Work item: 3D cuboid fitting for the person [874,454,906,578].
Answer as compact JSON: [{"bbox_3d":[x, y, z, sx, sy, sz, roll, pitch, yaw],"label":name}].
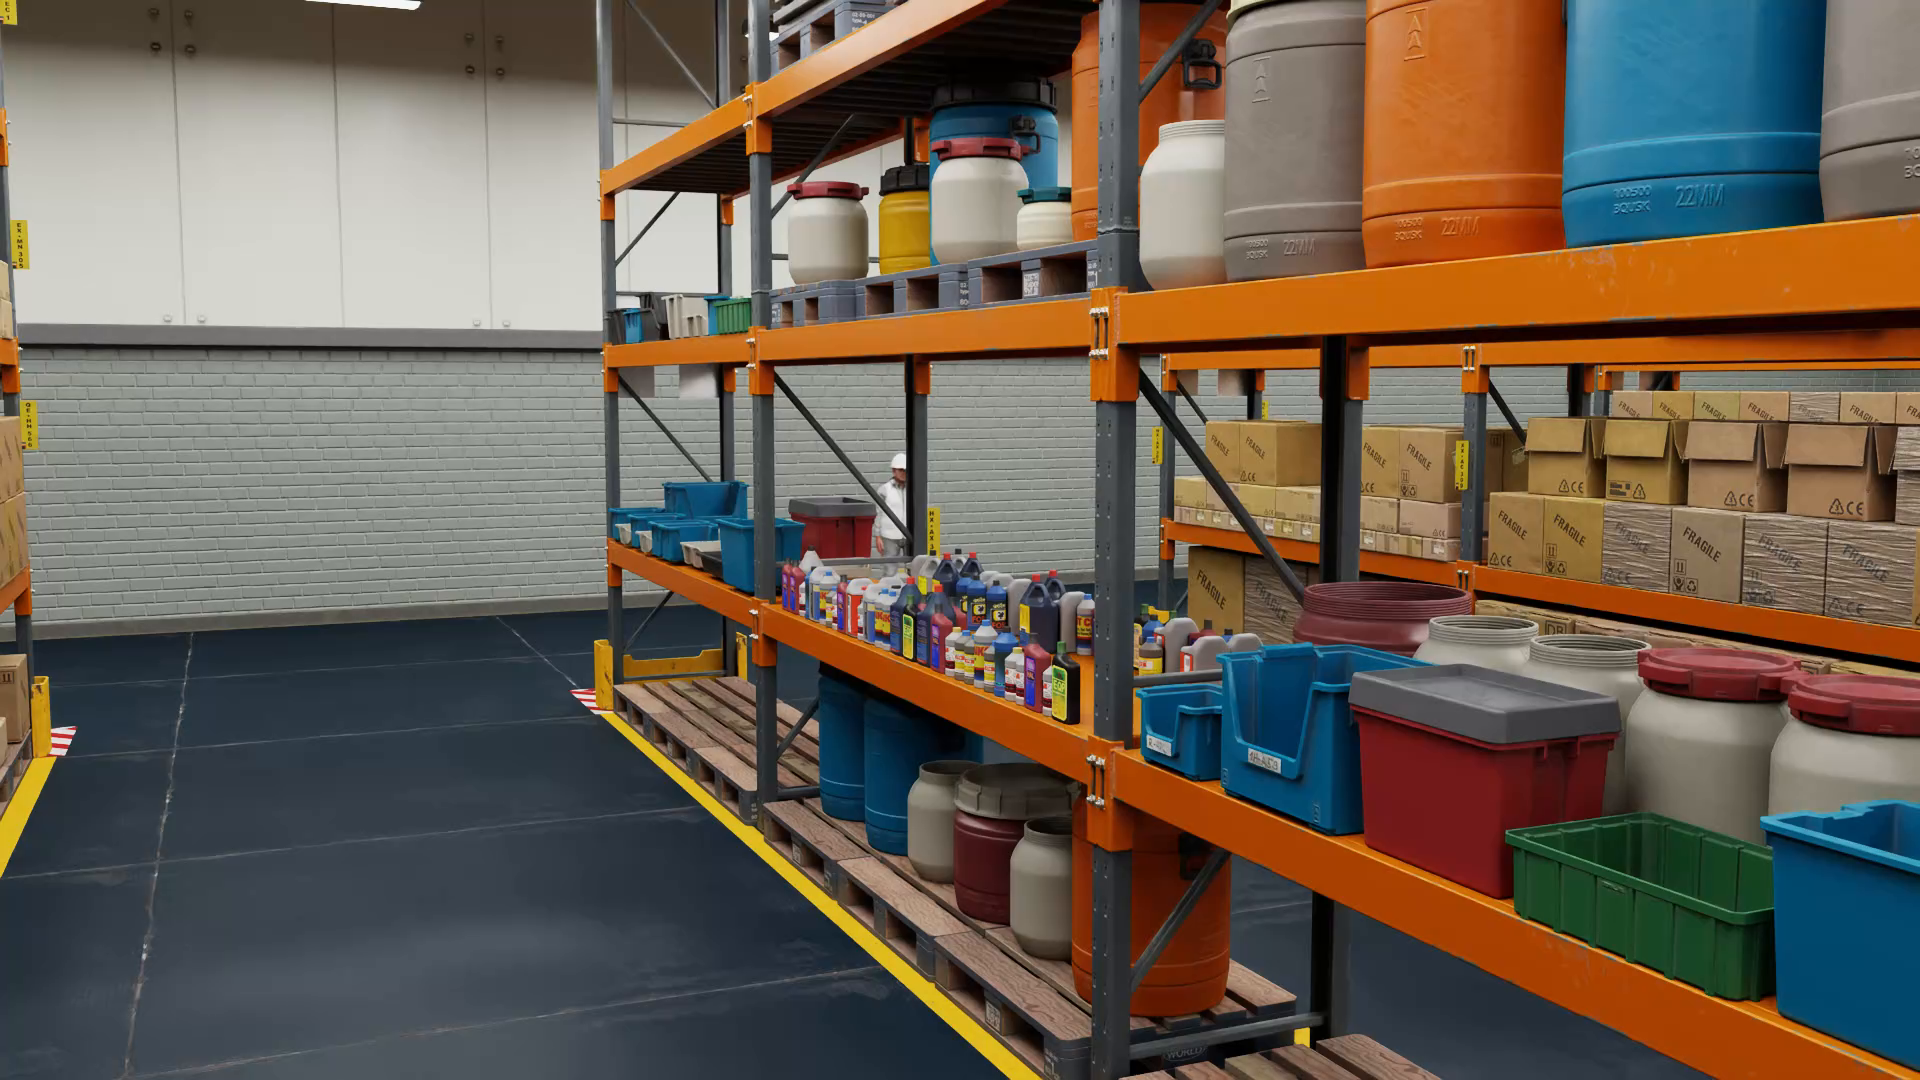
[{"bbox_3d":[-0.618,-0.008,17.520,0.559,1.789,0.403,-1,5,-14],"label":"person"}]
